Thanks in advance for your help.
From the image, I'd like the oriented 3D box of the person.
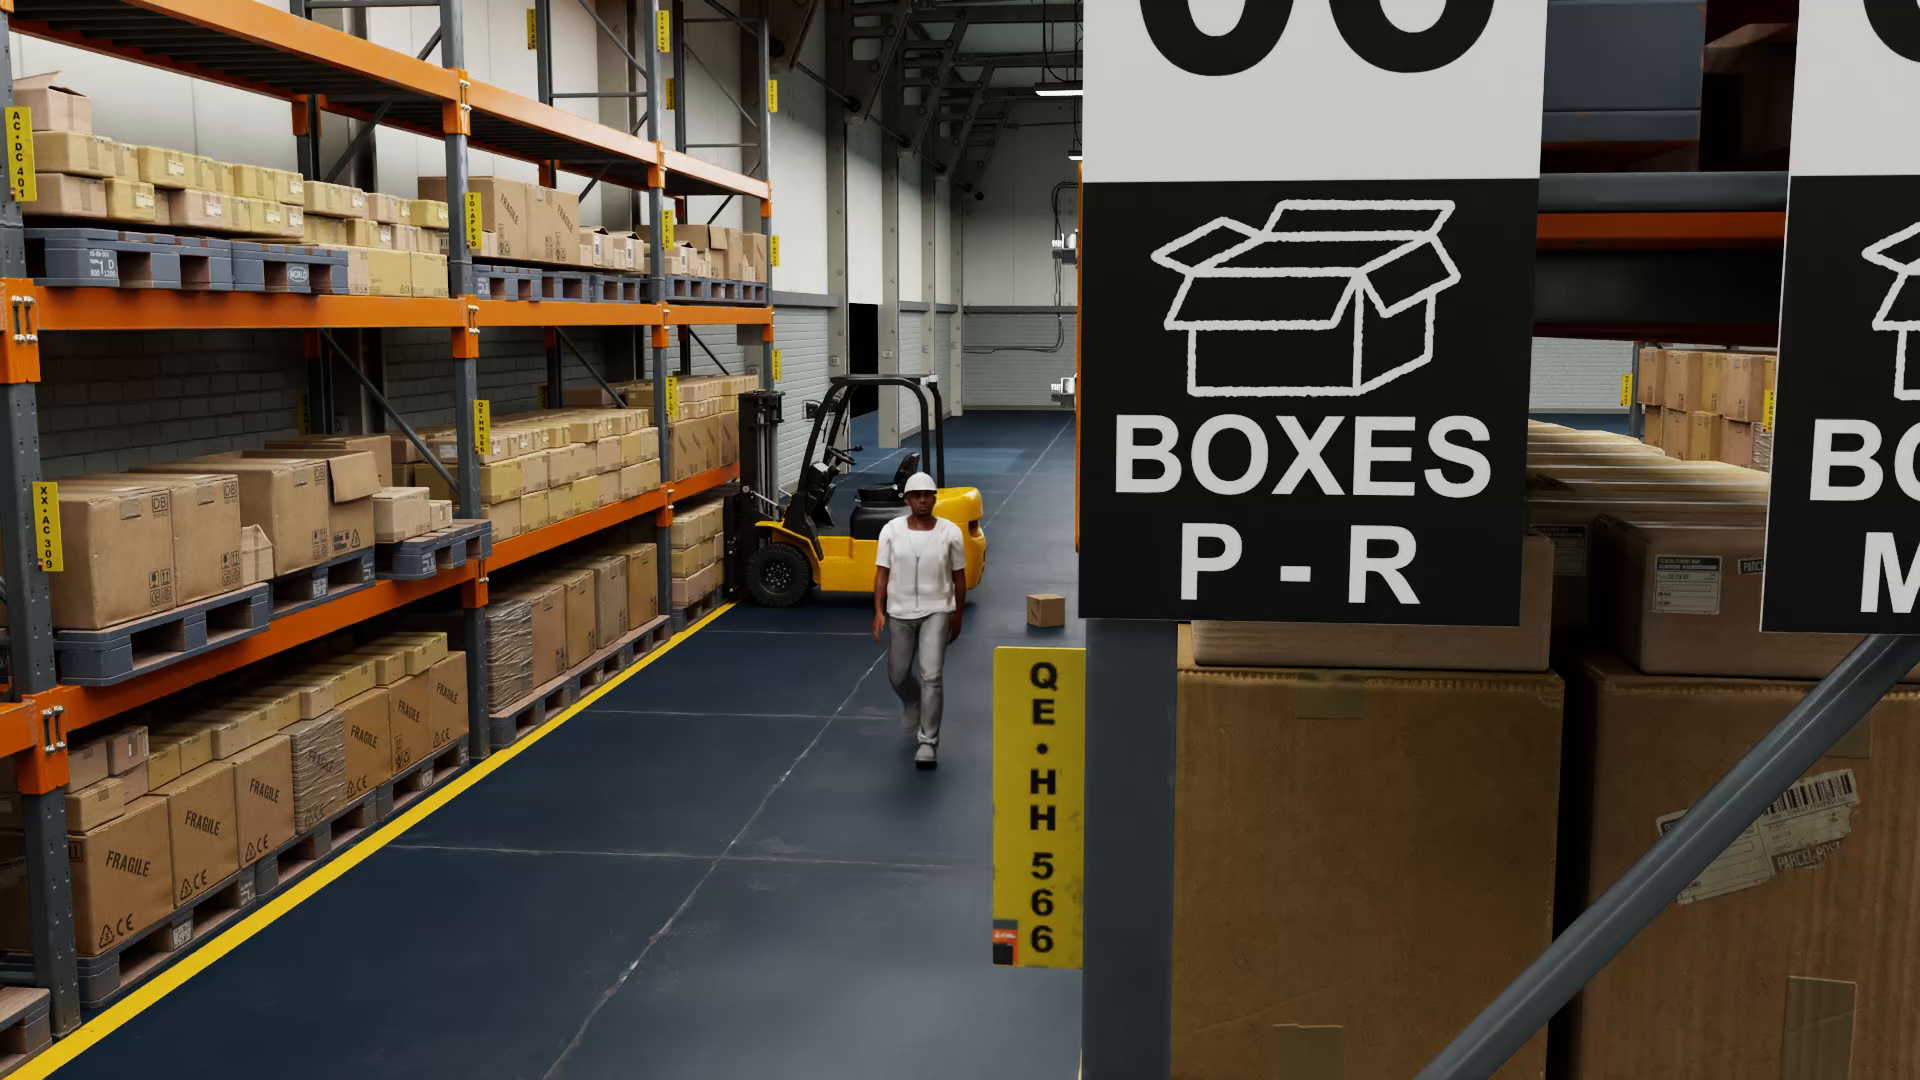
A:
[{"bbox_3d":[-0.247,0.448,10.272,0.557,1.737,0.872,1,8,8],"label":"person"}]
